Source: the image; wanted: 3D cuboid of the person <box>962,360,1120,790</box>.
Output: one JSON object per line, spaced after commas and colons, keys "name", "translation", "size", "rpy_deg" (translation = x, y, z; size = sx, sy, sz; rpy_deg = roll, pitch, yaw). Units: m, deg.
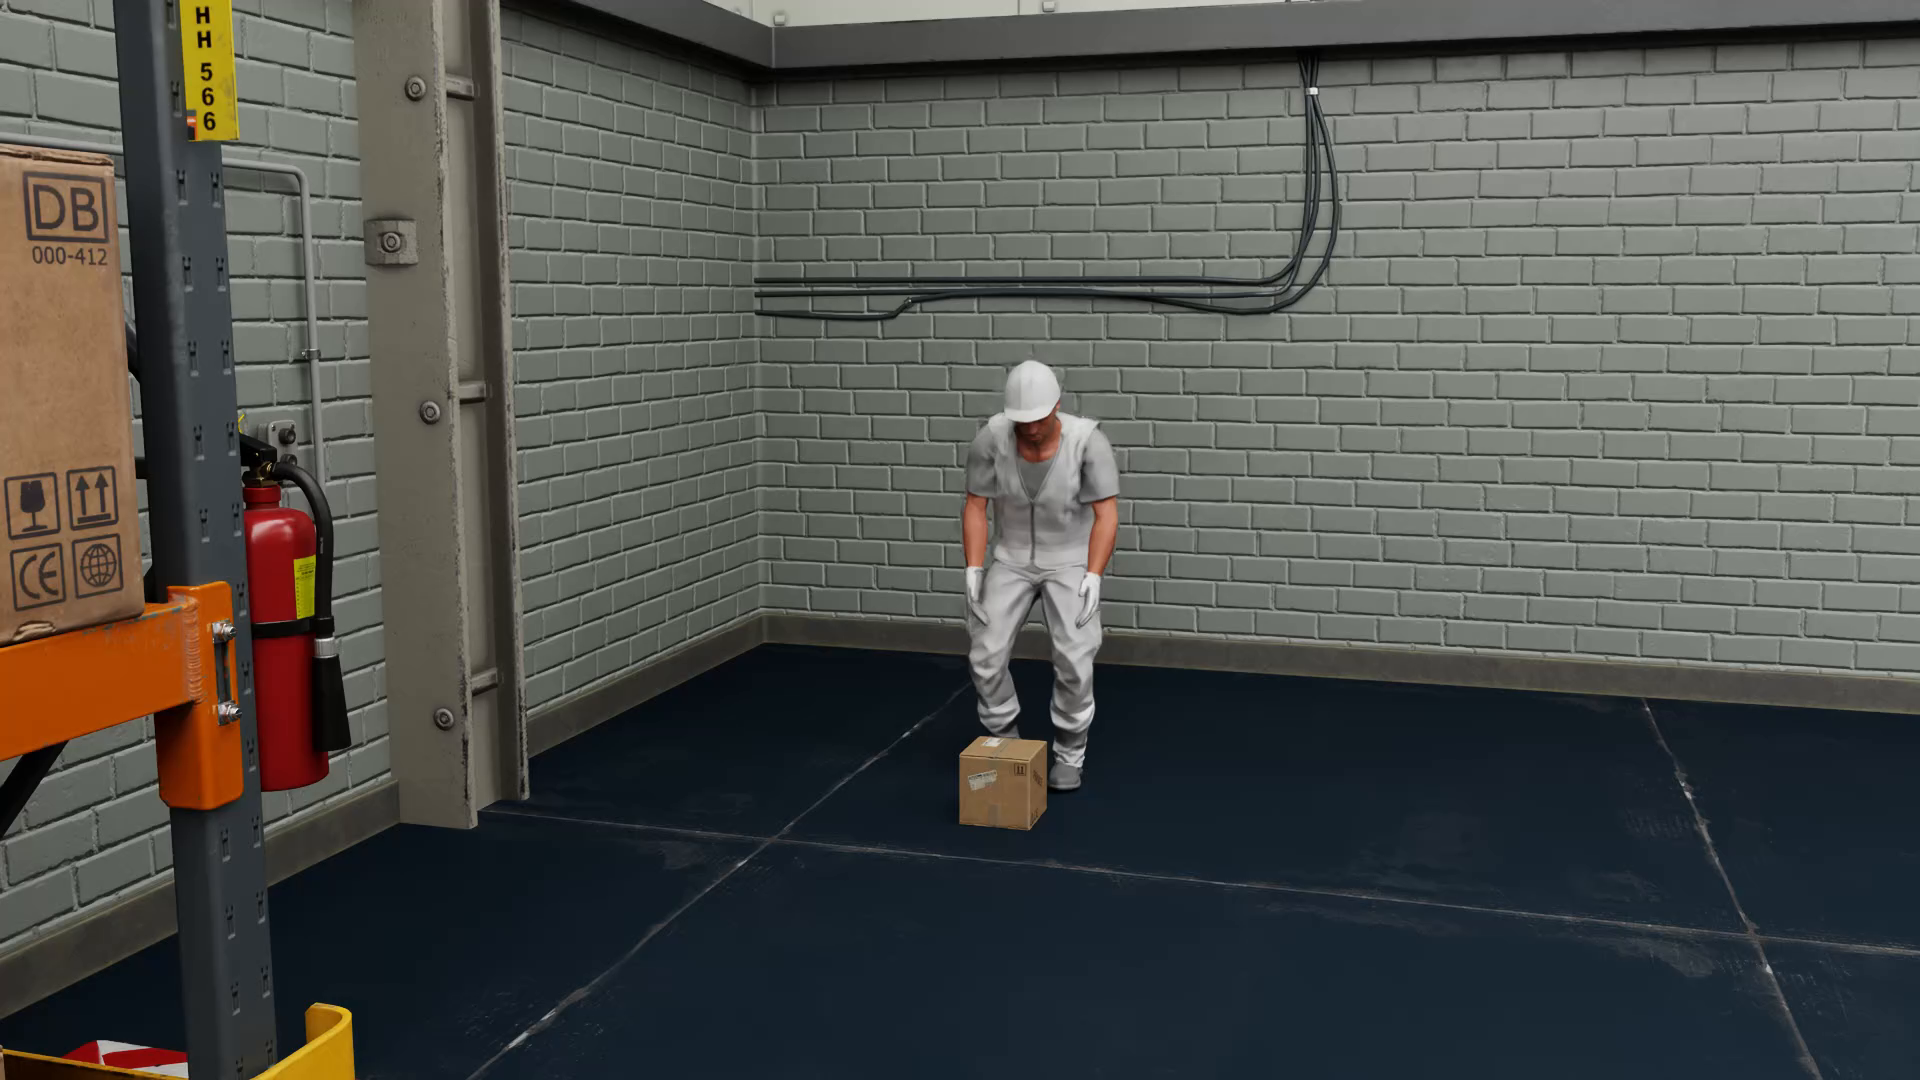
{"name": "person", "translation": [0.300, 0.130, 6.081], "size": [0.575, 1.580, 0.647], "rpy_deg": [2, 9, 17]}
